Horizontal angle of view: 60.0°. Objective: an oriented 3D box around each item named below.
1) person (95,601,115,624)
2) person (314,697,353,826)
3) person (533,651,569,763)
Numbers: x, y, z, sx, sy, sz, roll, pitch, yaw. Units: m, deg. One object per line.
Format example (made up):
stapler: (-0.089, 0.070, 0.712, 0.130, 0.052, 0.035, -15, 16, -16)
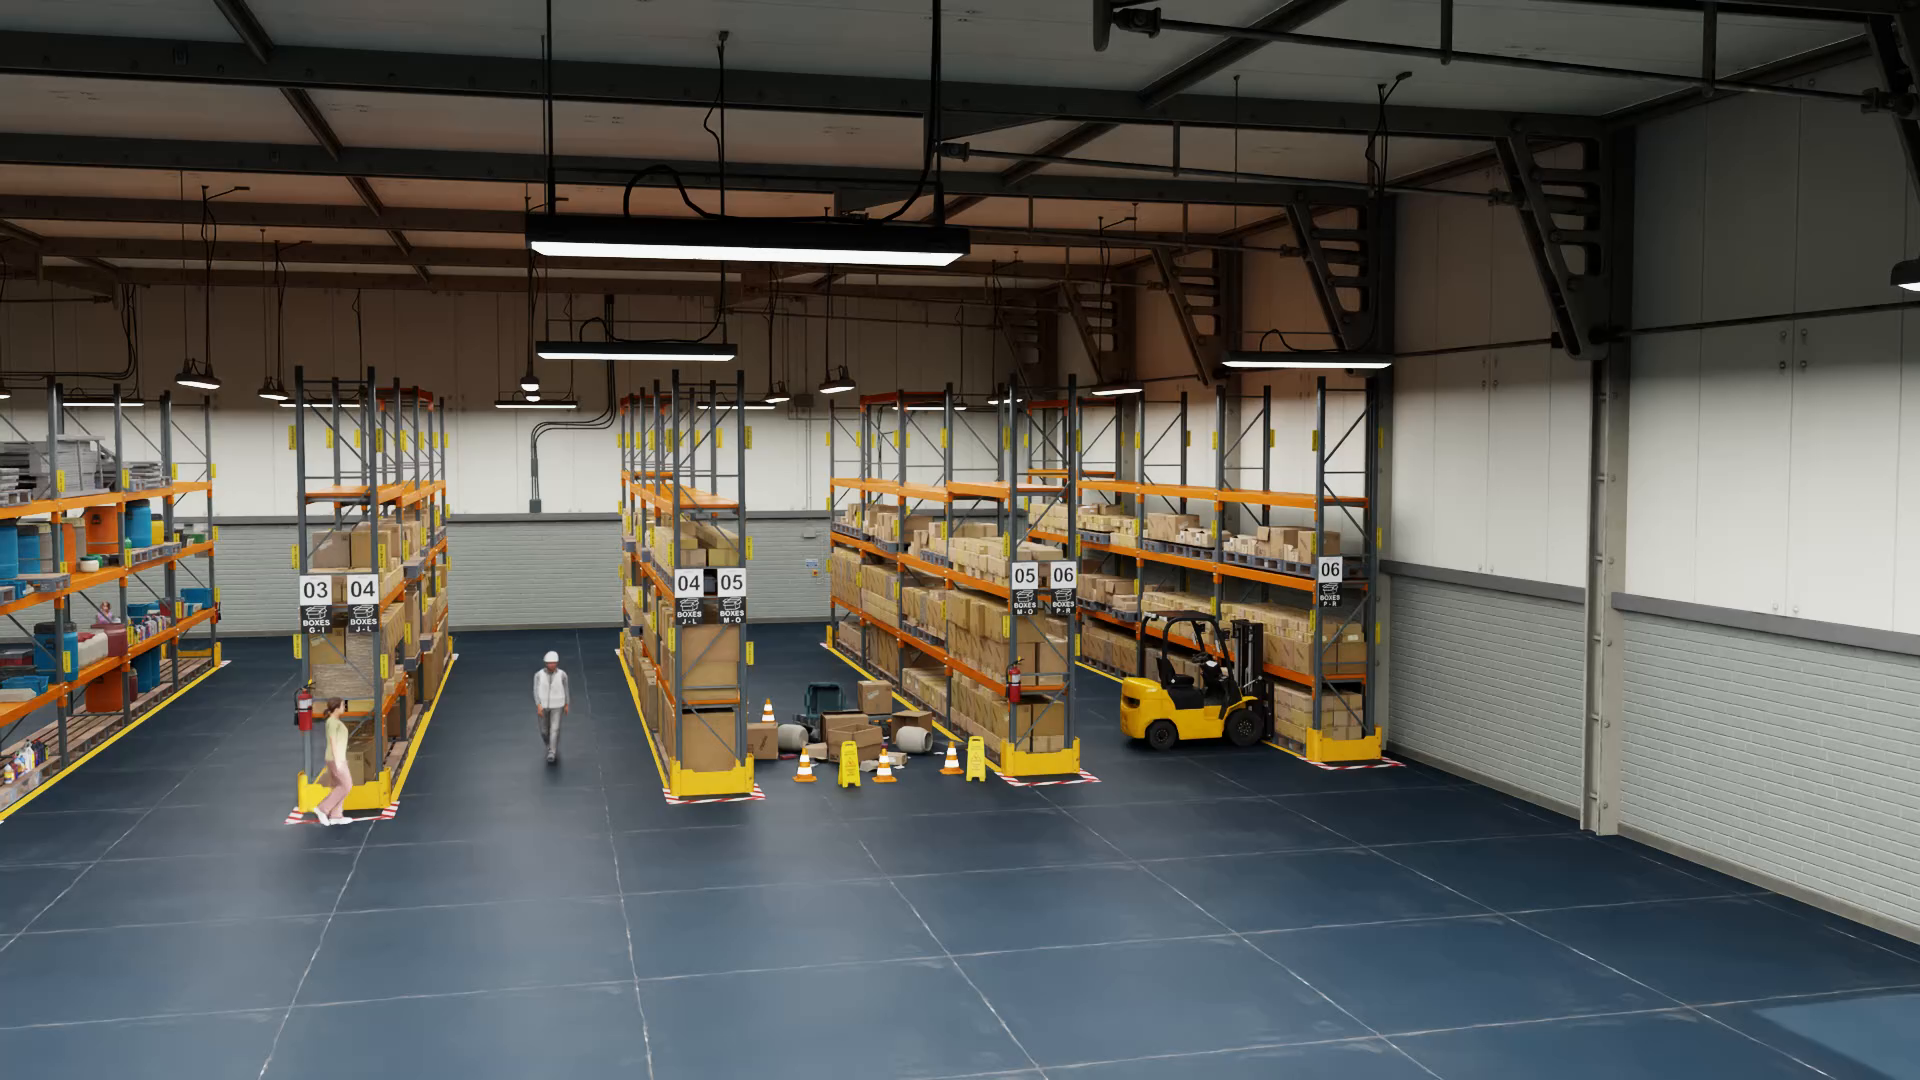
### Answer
person: (-18.317, 2.079, 35.671, 0.451, 1.540, 0.972, -1, 4, -15)
person: (-8.129, 2.865, 21.540, 0.476, 1.667, 0.469, -1, 4, -20)
person: (-6.428, 2.596, 26.070, 0.524, 1.692, 1.115, 0, 3, -5)
